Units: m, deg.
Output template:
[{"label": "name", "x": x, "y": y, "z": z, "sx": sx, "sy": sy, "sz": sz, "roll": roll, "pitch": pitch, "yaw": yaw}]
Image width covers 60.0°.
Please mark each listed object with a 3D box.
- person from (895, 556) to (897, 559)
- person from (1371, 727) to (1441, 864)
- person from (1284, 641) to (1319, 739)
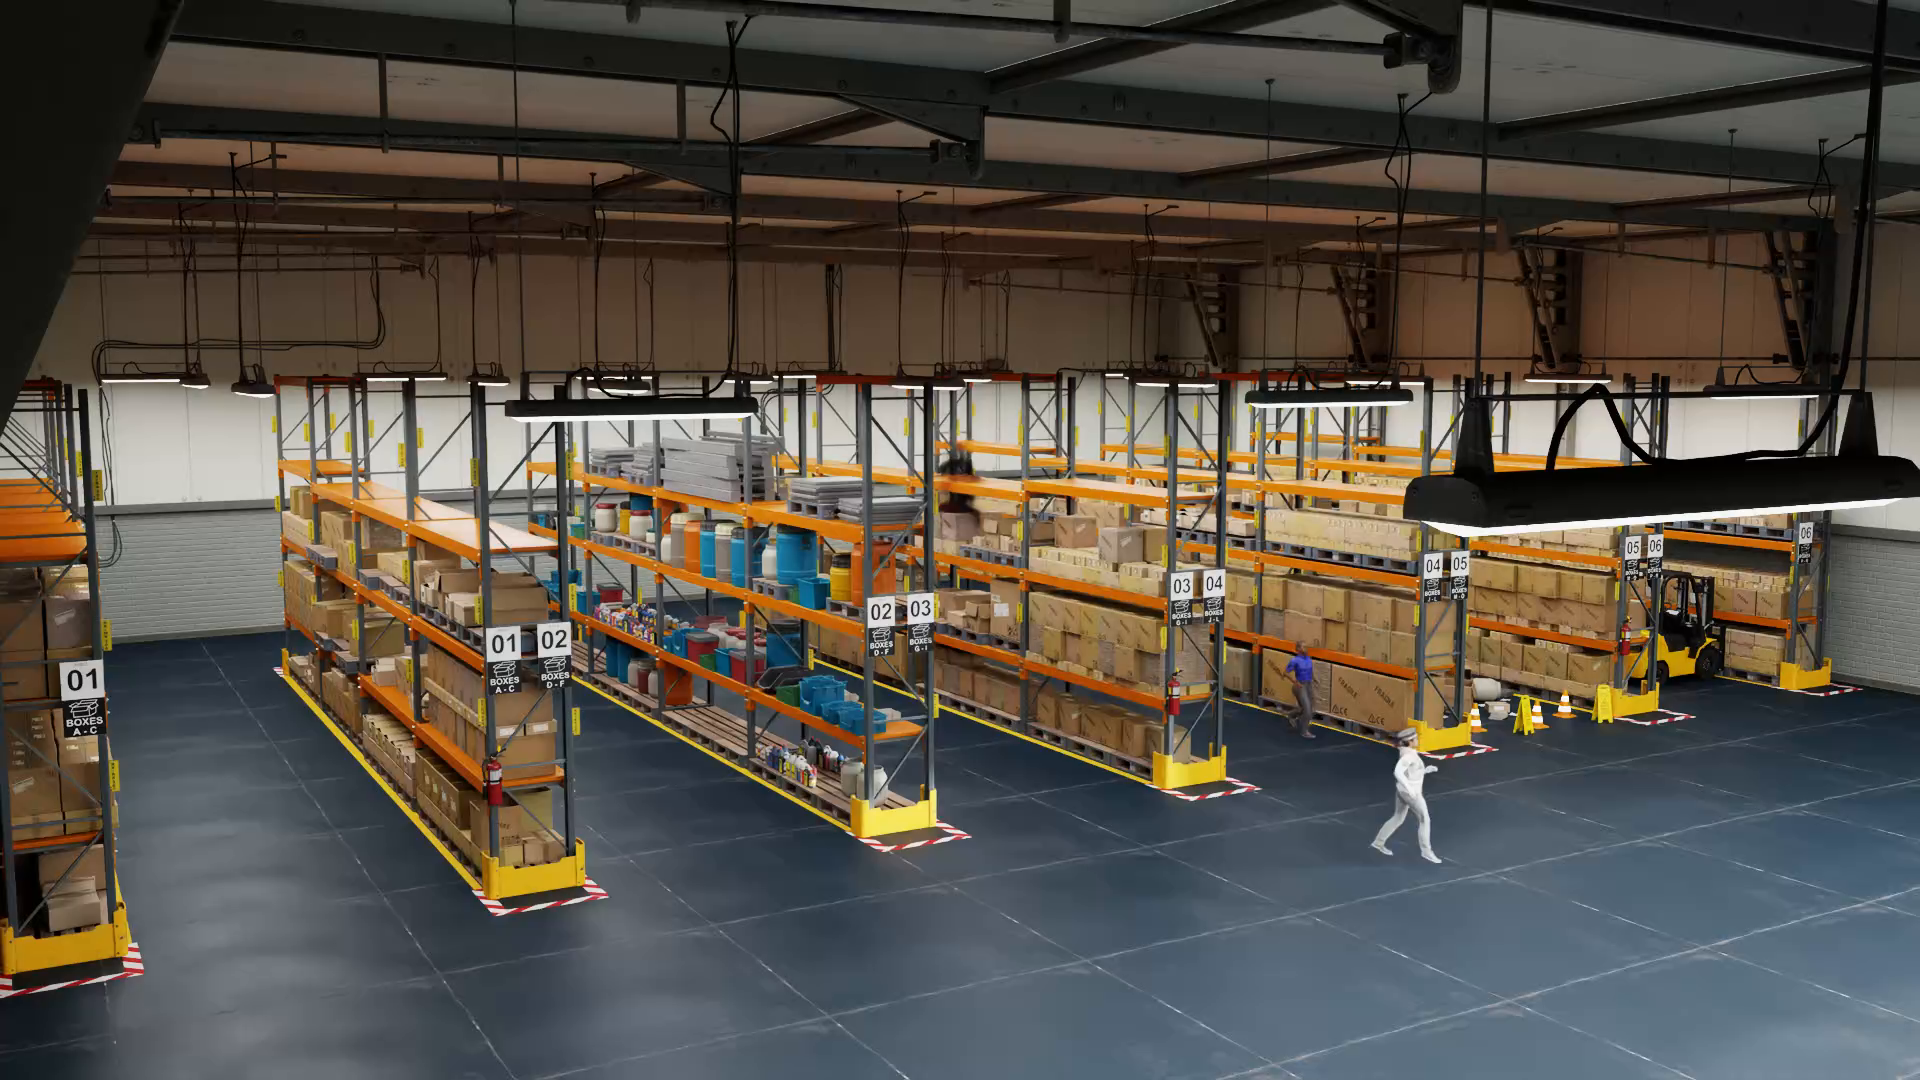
[{"label": "person", "x": -1.694, "y": 1.188, "z": 39.967, "sx": 0.752, "sy": 1.606, "sz": 0.622, "roll": 0, "pitch": 6, "yaw": 1}, {"label": "person", "x": 5.628, "y": 3.199, "z": 20.862, "sx": 0.837, "sy": 1.722, "sz": 0.593, "roll": 0, "pitch": 6, "yaw": -1}, {"label": "person", "x": 5.706, "y": 2.484, "z": 27.862, "sx": 0.580, "sy": 1.607, "sz": 0.681, "roll": -5, "pitch": 8, "yaw": -36}]
